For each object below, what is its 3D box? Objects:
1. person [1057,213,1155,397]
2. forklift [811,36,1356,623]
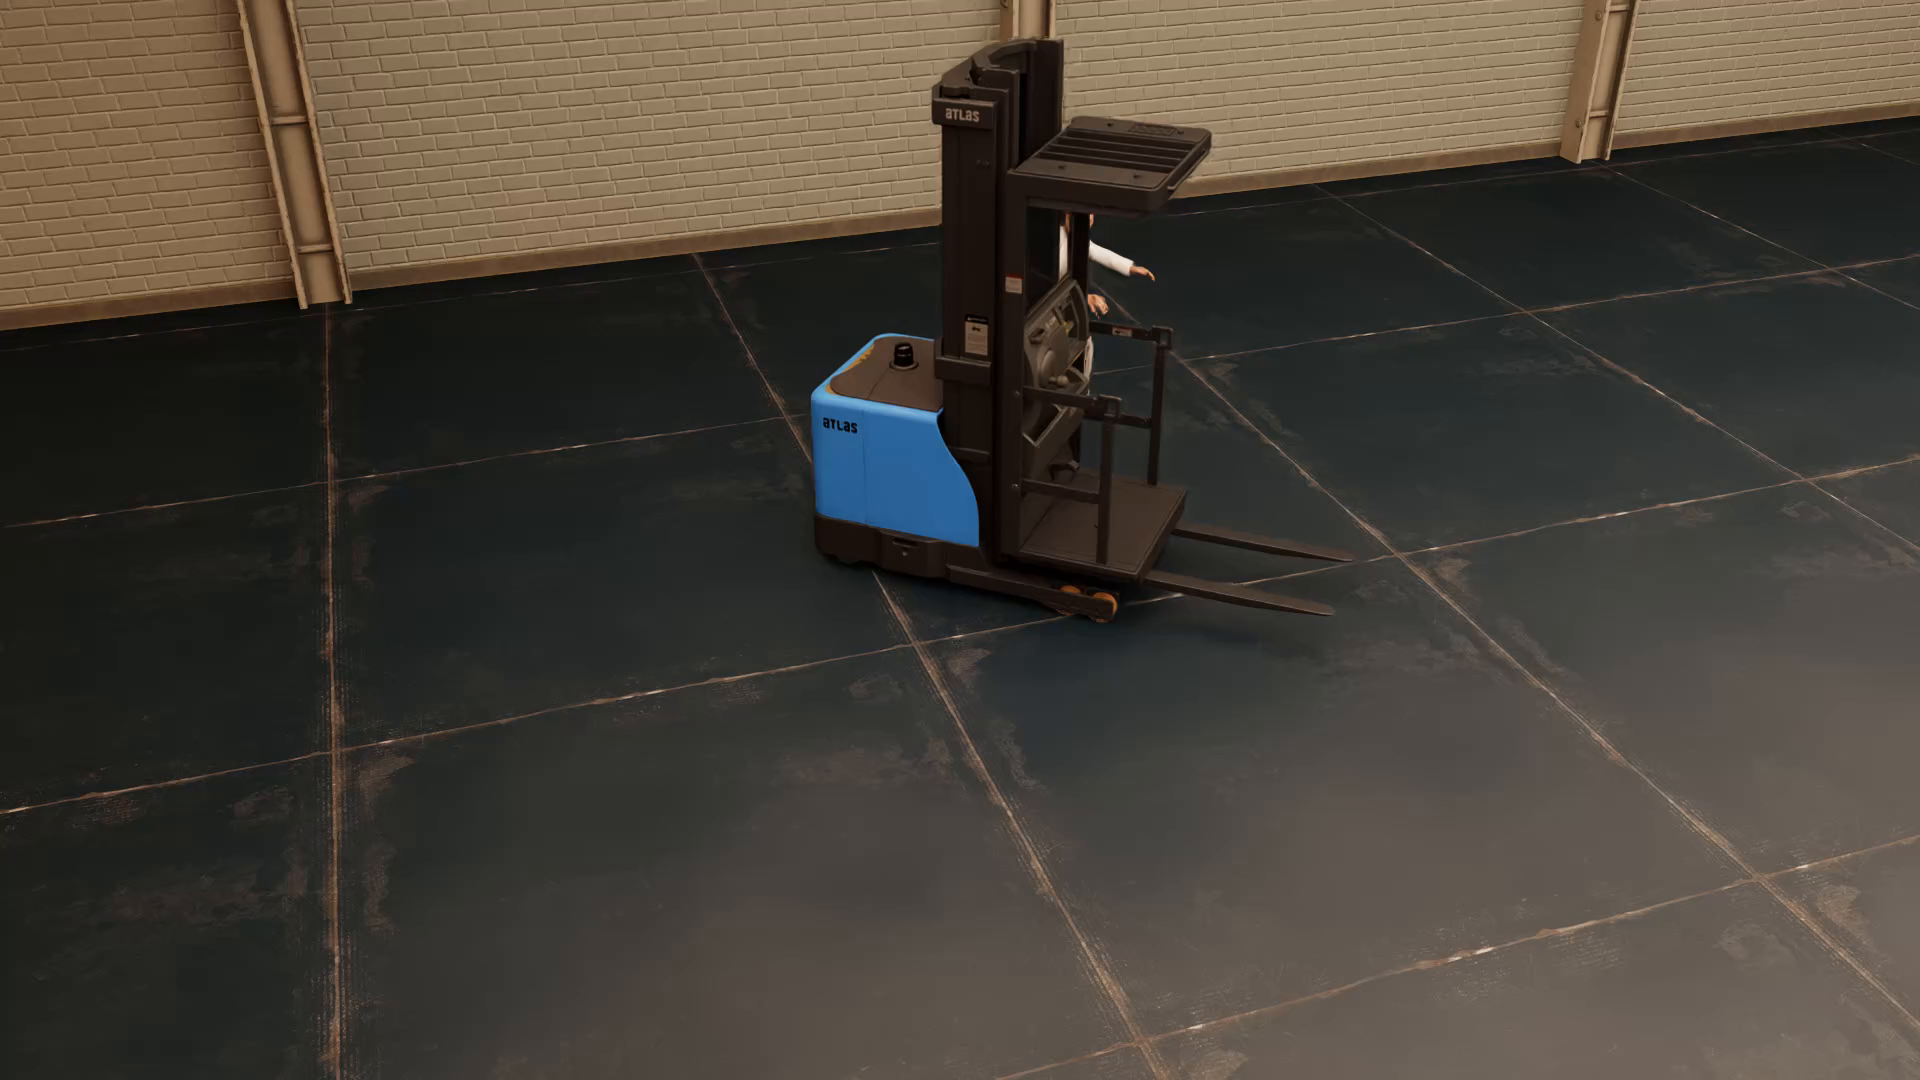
[{"bbox_3d":[0.804,-1.436,11.028,1.171,1.564,0.982,-10,31,-16],"label":"person"},{"bbox_3d":[0.713,-1.112,9.019,3.031,2.935,1.130,11,32,19],"label":"forklift"}]
